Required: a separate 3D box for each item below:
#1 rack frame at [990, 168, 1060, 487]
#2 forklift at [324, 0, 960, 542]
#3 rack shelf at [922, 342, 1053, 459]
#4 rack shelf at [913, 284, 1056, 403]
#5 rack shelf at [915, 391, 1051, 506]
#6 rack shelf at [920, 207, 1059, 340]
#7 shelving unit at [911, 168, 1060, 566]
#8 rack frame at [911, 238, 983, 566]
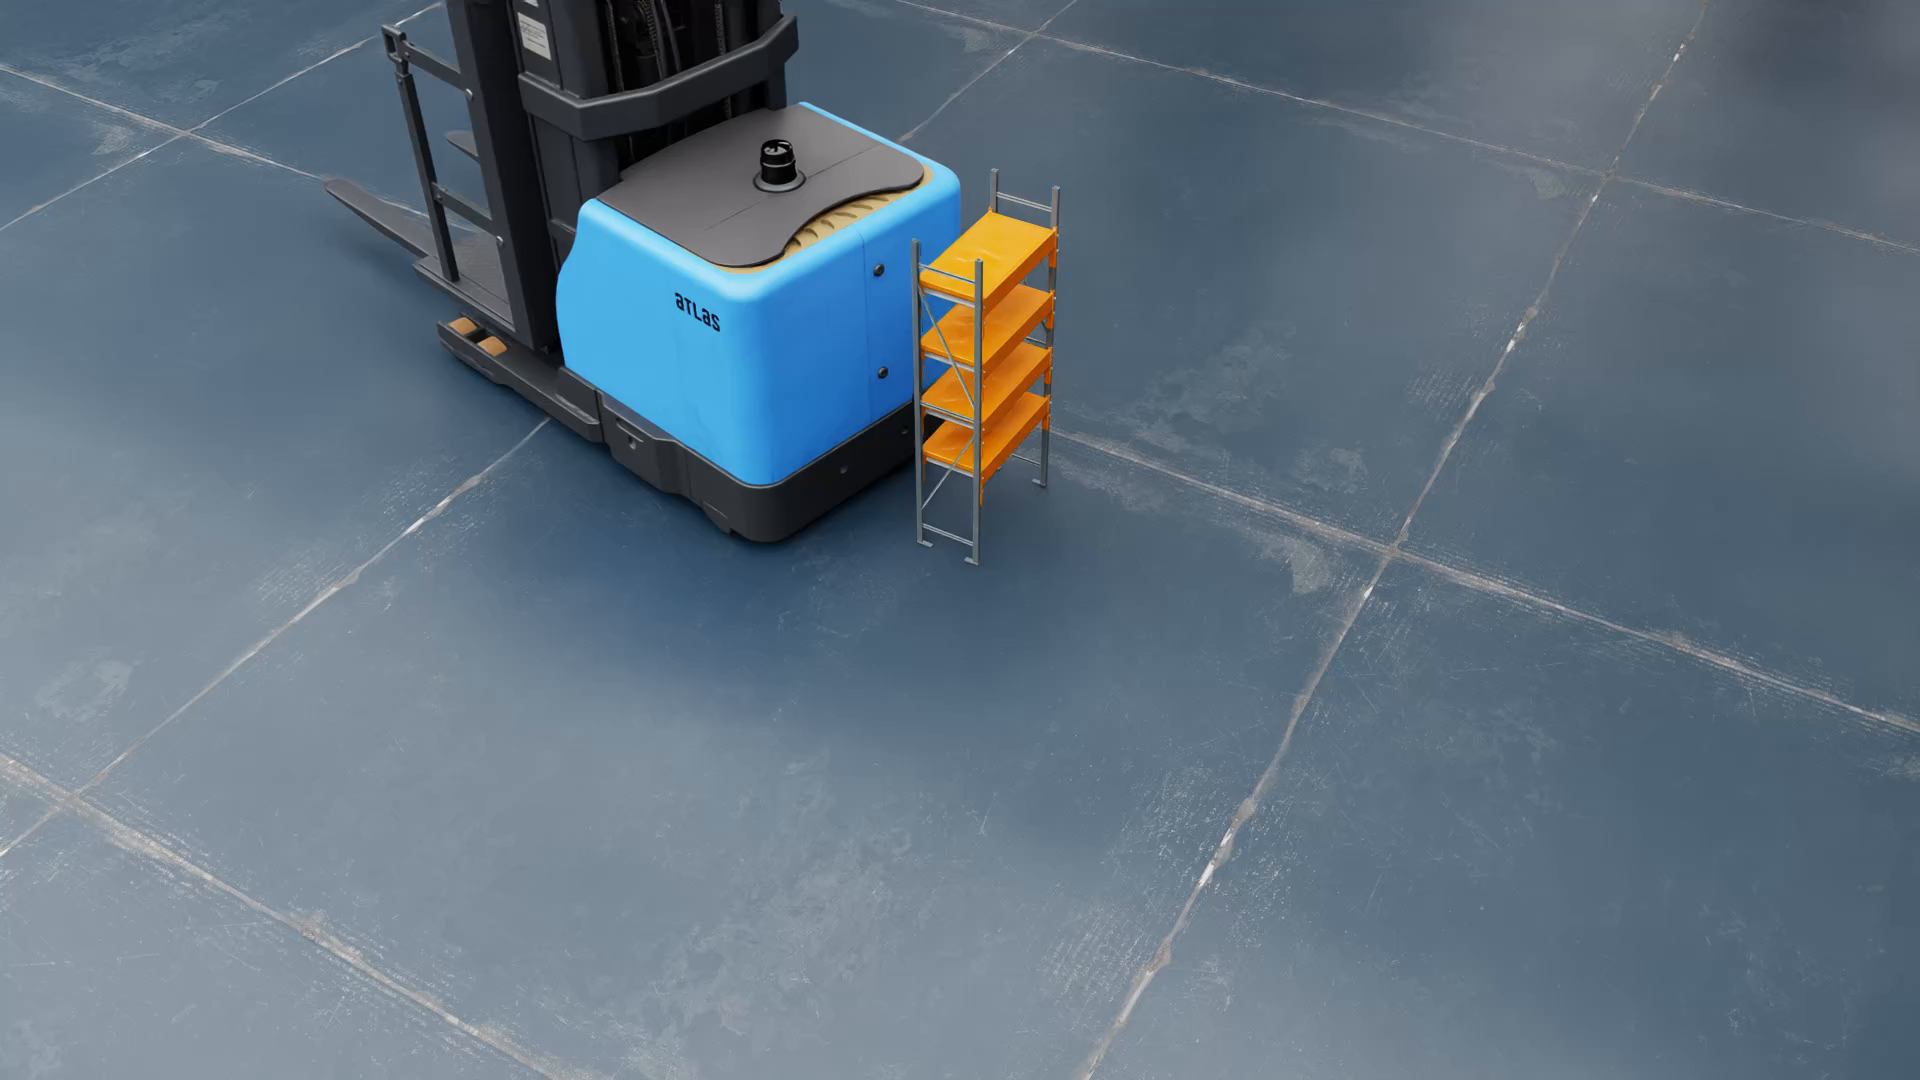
[{"bbox_3d":[0.205,-0.685,5.620,0.240,1.200,0.015,21,45,22],"label":"rack frame"},{"bbox_3d":[-1.403,-1.944,5.740,3.031,2.935,1.130,32,50,31],"label":"forklift"},{"bbox_3d":[0.083,-0.495,5.505,0.258,0.148,0.480,21,45,22],"label":"rack shelf"},{"bbox_3d":[0.083,-0.662,5.358,0.258,0.148,0.480,21,45,22],"label":"rack shelf"},{"bbox_3d":[0.083,-0.345,5.637,0.258,0.148,0.480,21,45,22],"label":"rack shelf"},{"bbox_3d":[0.083,-0.840,5.201,0.258,0.148,0.480,21,45,22],"label":"rack shelf"},{"bbox_3d":[0.083,-0.545,5.461,0.258,1.200,0.503,21,45,22],"label":"shelving unit"},{"bbox_3d":[-0.039,-0.405,5.302,0.240,1.200,0.015,21,45,22],"label":"rack frame"}]
